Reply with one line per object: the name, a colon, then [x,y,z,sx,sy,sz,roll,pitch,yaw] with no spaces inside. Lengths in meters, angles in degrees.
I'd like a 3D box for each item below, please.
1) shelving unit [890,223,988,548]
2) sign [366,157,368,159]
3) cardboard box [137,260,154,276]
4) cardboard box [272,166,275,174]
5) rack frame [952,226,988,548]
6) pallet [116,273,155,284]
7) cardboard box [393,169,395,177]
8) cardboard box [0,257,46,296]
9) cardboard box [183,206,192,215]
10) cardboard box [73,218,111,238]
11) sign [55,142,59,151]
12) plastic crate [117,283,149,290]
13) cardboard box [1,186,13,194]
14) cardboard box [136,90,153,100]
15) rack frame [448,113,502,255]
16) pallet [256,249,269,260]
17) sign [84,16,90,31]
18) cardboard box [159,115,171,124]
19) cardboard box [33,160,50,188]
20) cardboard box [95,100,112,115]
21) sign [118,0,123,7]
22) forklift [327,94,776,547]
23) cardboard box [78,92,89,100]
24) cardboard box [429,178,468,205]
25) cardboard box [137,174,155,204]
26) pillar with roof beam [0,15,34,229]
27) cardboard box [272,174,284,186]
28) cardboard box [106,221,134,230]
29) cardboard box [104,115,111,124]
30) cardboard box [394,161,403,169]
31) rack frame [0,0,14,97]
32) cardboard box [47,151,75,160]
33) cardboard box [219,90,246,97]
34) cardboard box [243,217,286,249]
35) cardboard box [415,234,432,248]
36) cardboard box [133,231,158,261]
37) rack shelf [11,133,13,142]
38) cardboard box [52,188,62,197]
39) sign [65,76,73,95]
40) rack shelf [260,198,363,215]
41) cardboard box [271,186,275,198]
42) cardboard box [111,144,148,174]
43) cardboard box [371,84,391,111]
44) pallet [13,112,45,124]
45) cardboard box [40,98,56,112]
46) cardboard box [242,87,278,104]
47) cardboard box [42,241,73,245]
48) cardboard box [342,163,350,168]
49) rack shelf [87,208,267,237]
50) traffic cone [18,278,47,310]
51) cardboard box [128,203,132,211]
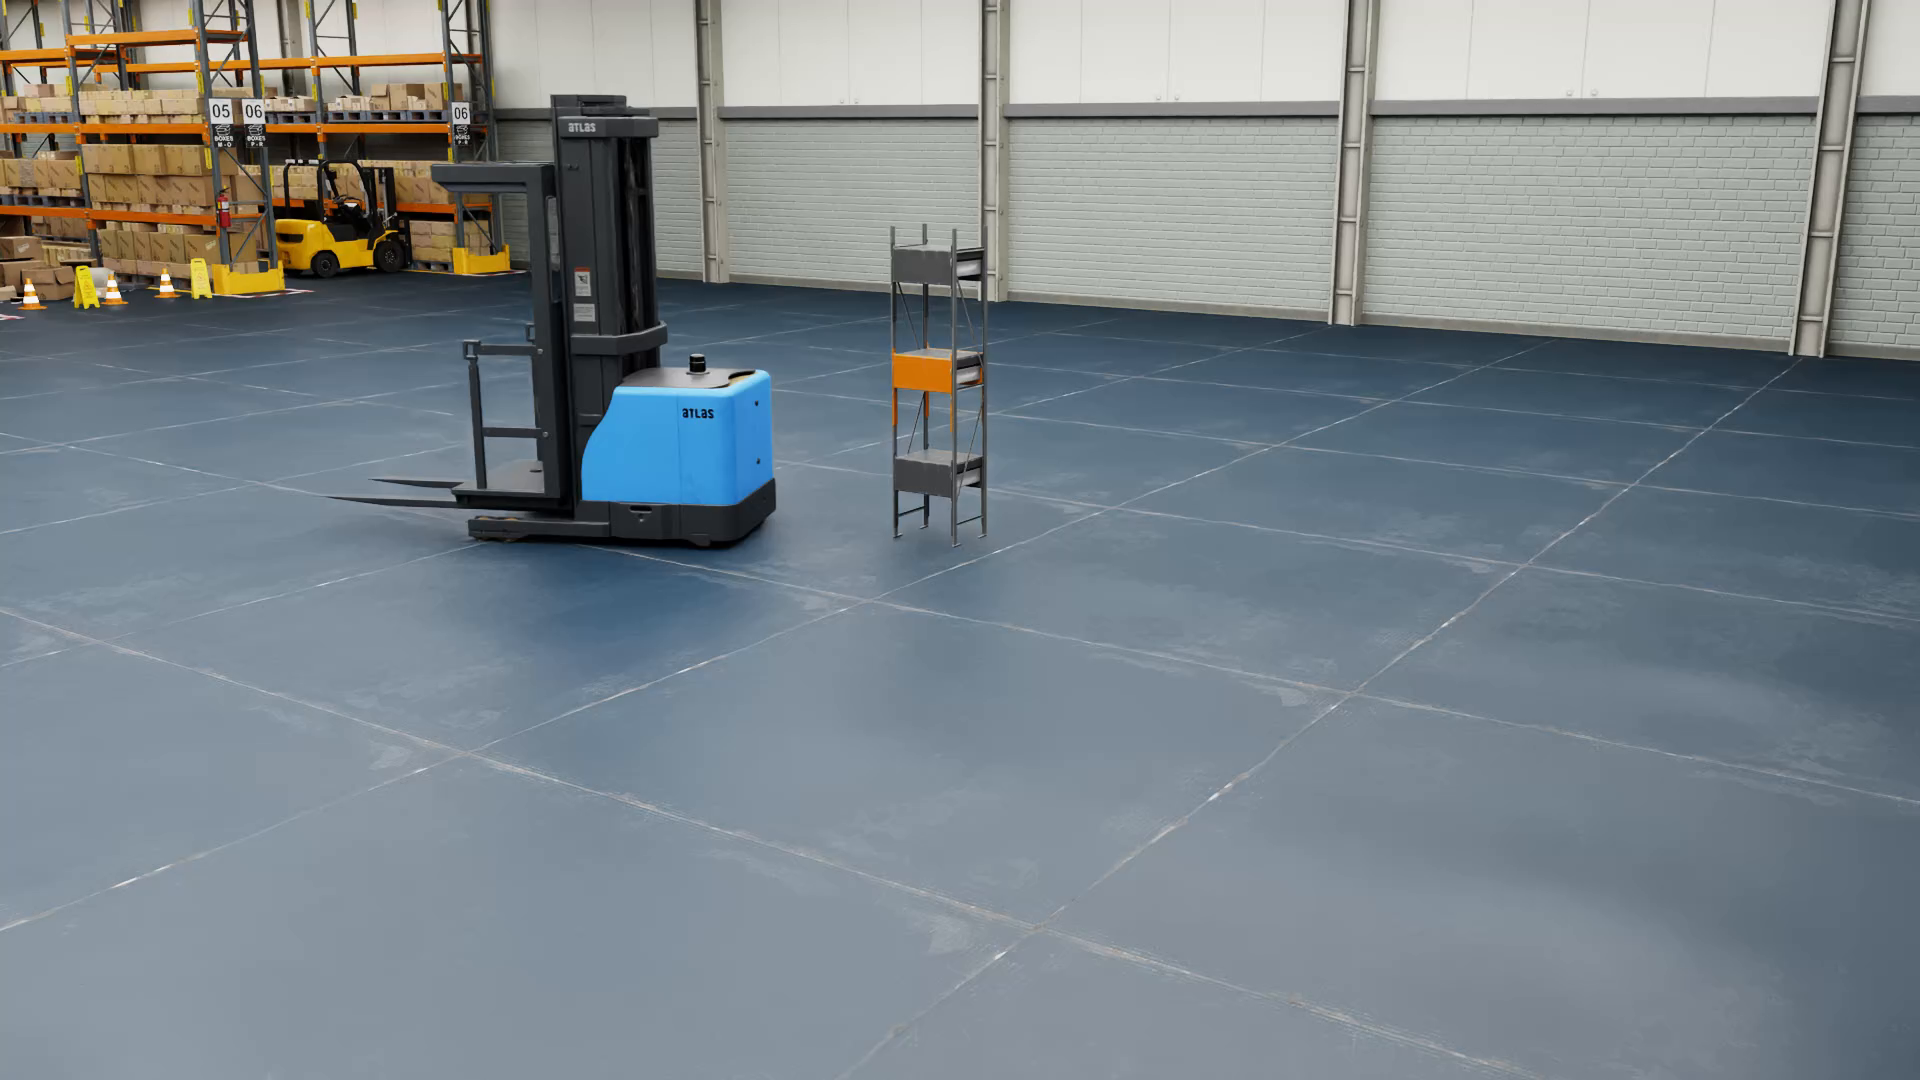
shelving unit: [-0.137,-1.041,11.161,0.503,2.100,0.431,9,17,33]
sign: [-12.354,-7.801,34.629,0.005,0.325,0.100,9,17,33]
cardboard box: [-14.200,-4.838,29.472,0.500,0.250,0.500,9,16,32]
cardboard box: [-14.410,-7.782,34.961,0.250,0.149,0.380,9,16,31]
rack frame: [0.065,-1.009,11.028,0.015,2.100,0.400,9,17,33]
pallet: [-14.853,-4.805,30.295,1.213,0.211,1.003,9,17,33]
cardboard box: [-11.023,-7.268,32.883,0.250,0.149,0.380,9,17,32]
cardboard box: [-15.762,-4.414,27.824,0.503,0.637,0.797,9,17,33]
cardboard box: [-13.014,-5.641,28.392,0.250,0.149,0.380,9,16,32]
cardboard box: [-20.617,-7.469,39.581,0.500,0.500,0.700,8,16,31]
sign: [-22.294,-9.665,41.055,0.005,0.325,0.100,9,17,33]
plastic crate: [-14.585,-4.450,29.135,0.583,0.080,0.402,3,14,14]
cardboard box: [-17.949,-6.648,31.584,0.250,0.149,0.380,9,17,33]
cardboard box: [-13.848,-7.612,28.451,0.250,0.149,0.380,10,17,34]
rack frame: [-9.344,-6.695,32.128,0.127,3.000,1.000,9,17,33]
pallet: [-14.313,-6.133,35.658,1.213,0.211,1.003,9,17,33]
sign: [-19.619,-11.603,37.359,0.005,0.325,0.100,9,17,33]
cardboard box: [-13.396,-7.172,28.333,0.250,0.149,0.380,9,17,32]
cardboard box: [-16.778,-6.791,30.814,0.500,0.500,0.500,10,17,35]
cardboard box: [-14.785,-7.588,29.186,0.500,0.250,0.500,9,17,32]
sign: [-15.112,-9.751,29.879,0.005,0.325,0.100,9,17,33]
forklift: [-2.881,-1.527,11.392,3.031,2.935,1.130,2,14,9]
cardboard box: [-15.351,-7.855,29.435,0.250,0.149,0.380,9,16,32]
cardboard box: [-9.899,-6.758,32.171,0.500,0.500,0.500,9,16,32]
cardboard box: [-13.951,-6.124,28.991,0.500,0.500,0.500,9,17,33]
pillar with roof beam: [-26.757,-11.436,38.794,0.400,9.000,9.100,9,17,33]
cardboard box: [-14.065,-7.554,34.867,0.500,0.250,0.500,10,17,34]
cardboard box: [-15.021,-5.628,29.754,0.250,0.149,0.380,9,17,34]
cardboard box: [-14.855,-7.428,29.366,0.250,0.149,0.380,9,17,33]
cardboard box: [-10.874,-7.360,32.637,0.250,0.149,0.380,10,17,34]
rack frame: [-18.749,-9.690,31.741,0.127,3.000,1.000,9,17,33]
cardboard box: [-16.518,-7.060,30.550,0.250,0.149,0.380,9,16,31]
cardboard box: [-12.292,-7.515,28.059,0.250,0.149,0.380,9,17,32]
cardboard box: [-14.926,-6.647,36.000,0.625,0.625,0.875,10,17,35]
cardboard box: [-10.332,-5.880,32.640,0.500,0.250,0.500,9,17,32]
cardboard box: [-14.211,-5.202,29.385,0.500,0.500,0.500,10,17,36]
rack shelf: [-20.409,-8.153,33.271,4.000,0.370,1.077,9,17,33]
cardboard box: [-16.454,-6.404,30.599,0.250,0.149,0.380,9,16,32]
sign: [-15.737,-8.029,29.376,0.005,0.325,0.100,9,17,33]
rack shelf: [-14.322,-7.151,35.465,4.000,0.370,1.077,9,17,33]
cardboard box: [-14.475,-7.381,35.210,0.500,0.250,0.500,10,17,35]
cardboard box: [-14.373,-6.672,29.126,0.500,0.500,0.700,9,16,32]
cardboard box: [-11.105,-8.708,32.719,0.637,0.503,0.797,10,17,35]
pallet: [-16.745,-7.849,30.937,1.003,0.211,1.213,9,17,33]
cardboard box: [-16.413,-7.947,30.380,0.500,0.250,0.500,9,17,33]
cardboard box: [-14.672,-9.243,34.887,0.500,0.500,0.500,10,17,34]
cardboard box: [-17.669,-5.531,32.020,0.625,0.372,0.950,9,16,32]
cardboard box: [-12.287,-7.624,33.703,0.250,0.149,0.380,9,17,34]
rack shelf: [-13.771,-5.624,29.298,4.000,0.370,1.077,9,17,33]
traffic cone: [-14.438,-3.828,25.822,0.334,0.463,0.336,9,17,33]
cardboard box: [-14.447,-5.891,29.400,0.250,0.149,0.380,9,17,33]
